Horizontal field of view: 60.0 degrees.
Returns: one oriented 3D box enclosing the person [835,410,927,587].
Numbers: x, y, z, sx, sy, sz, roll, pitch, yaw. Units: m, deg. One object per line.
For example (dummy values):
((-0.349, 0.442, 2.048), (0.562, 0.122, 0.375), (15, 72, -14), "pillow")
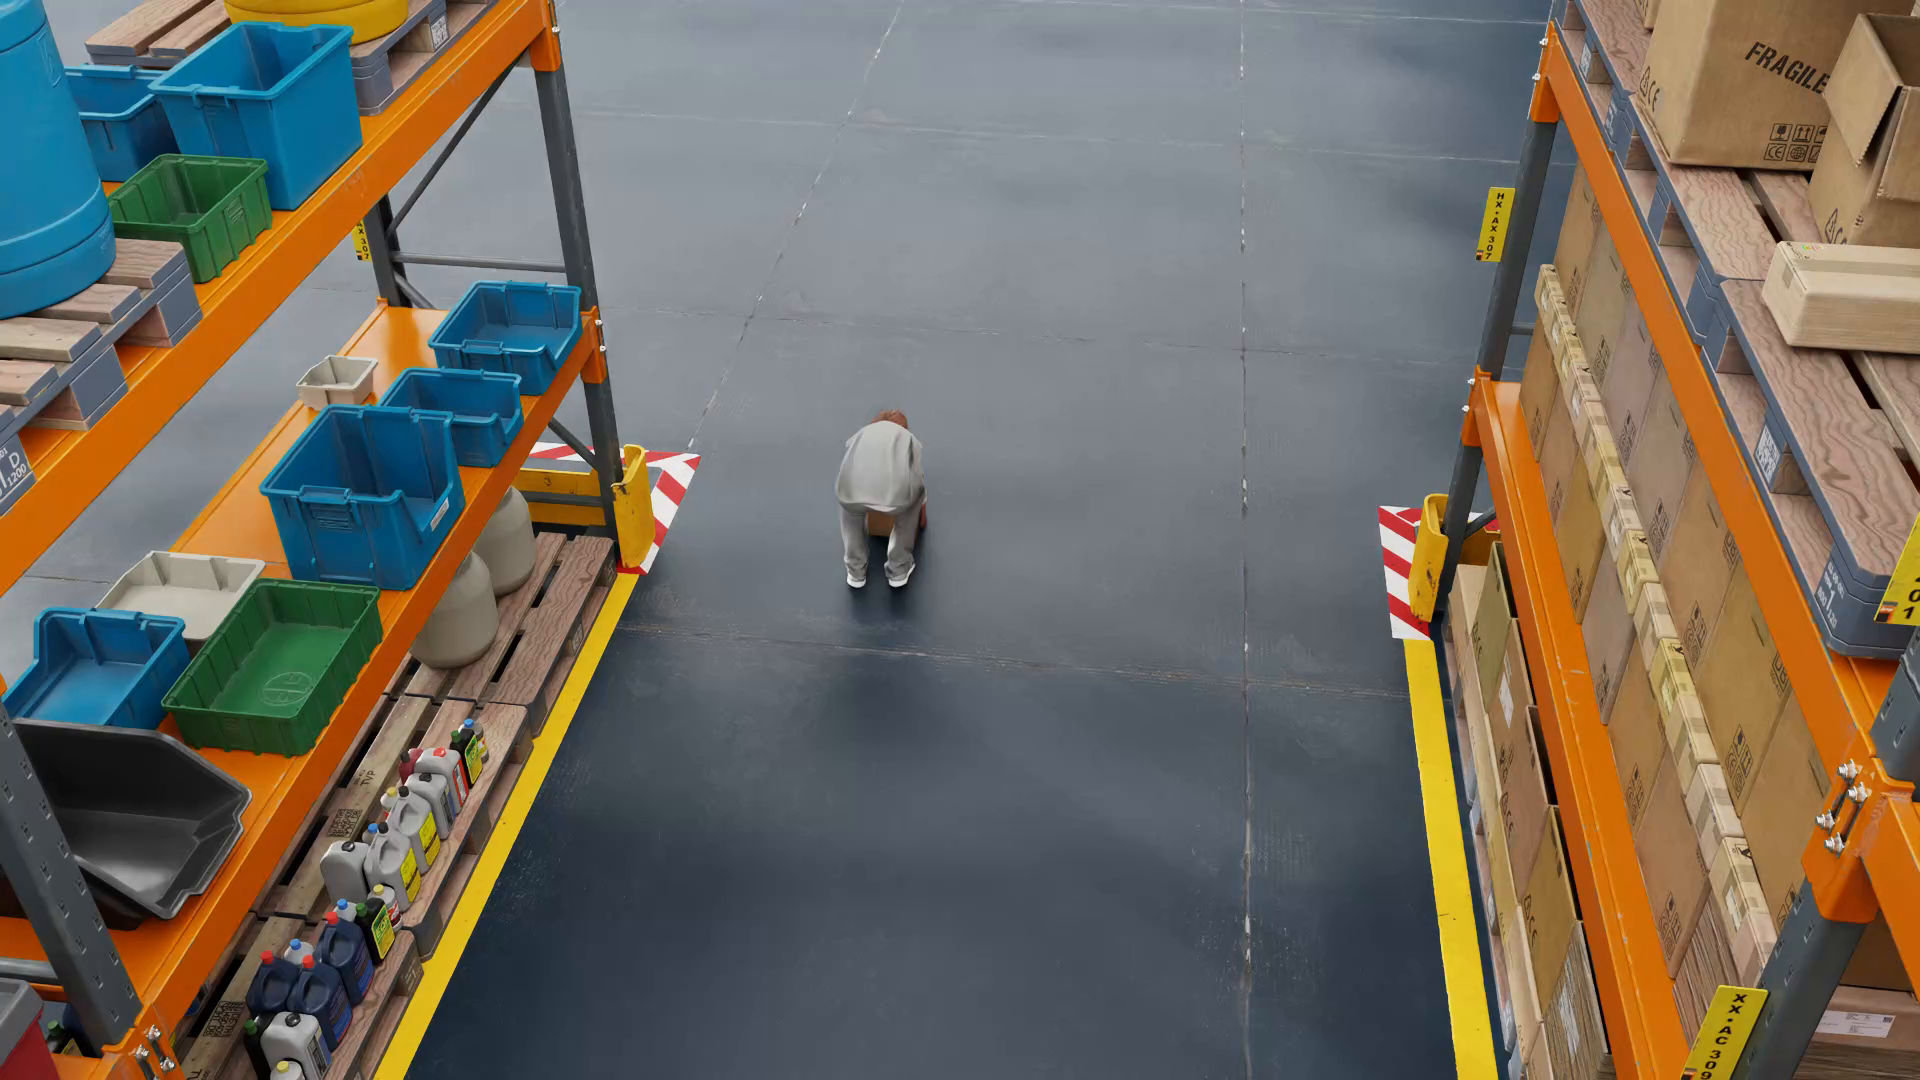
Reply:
((-0.380, -0.223, 8.017), (0.428, 0.810, 0.862), (3, 37, 4), "person")
